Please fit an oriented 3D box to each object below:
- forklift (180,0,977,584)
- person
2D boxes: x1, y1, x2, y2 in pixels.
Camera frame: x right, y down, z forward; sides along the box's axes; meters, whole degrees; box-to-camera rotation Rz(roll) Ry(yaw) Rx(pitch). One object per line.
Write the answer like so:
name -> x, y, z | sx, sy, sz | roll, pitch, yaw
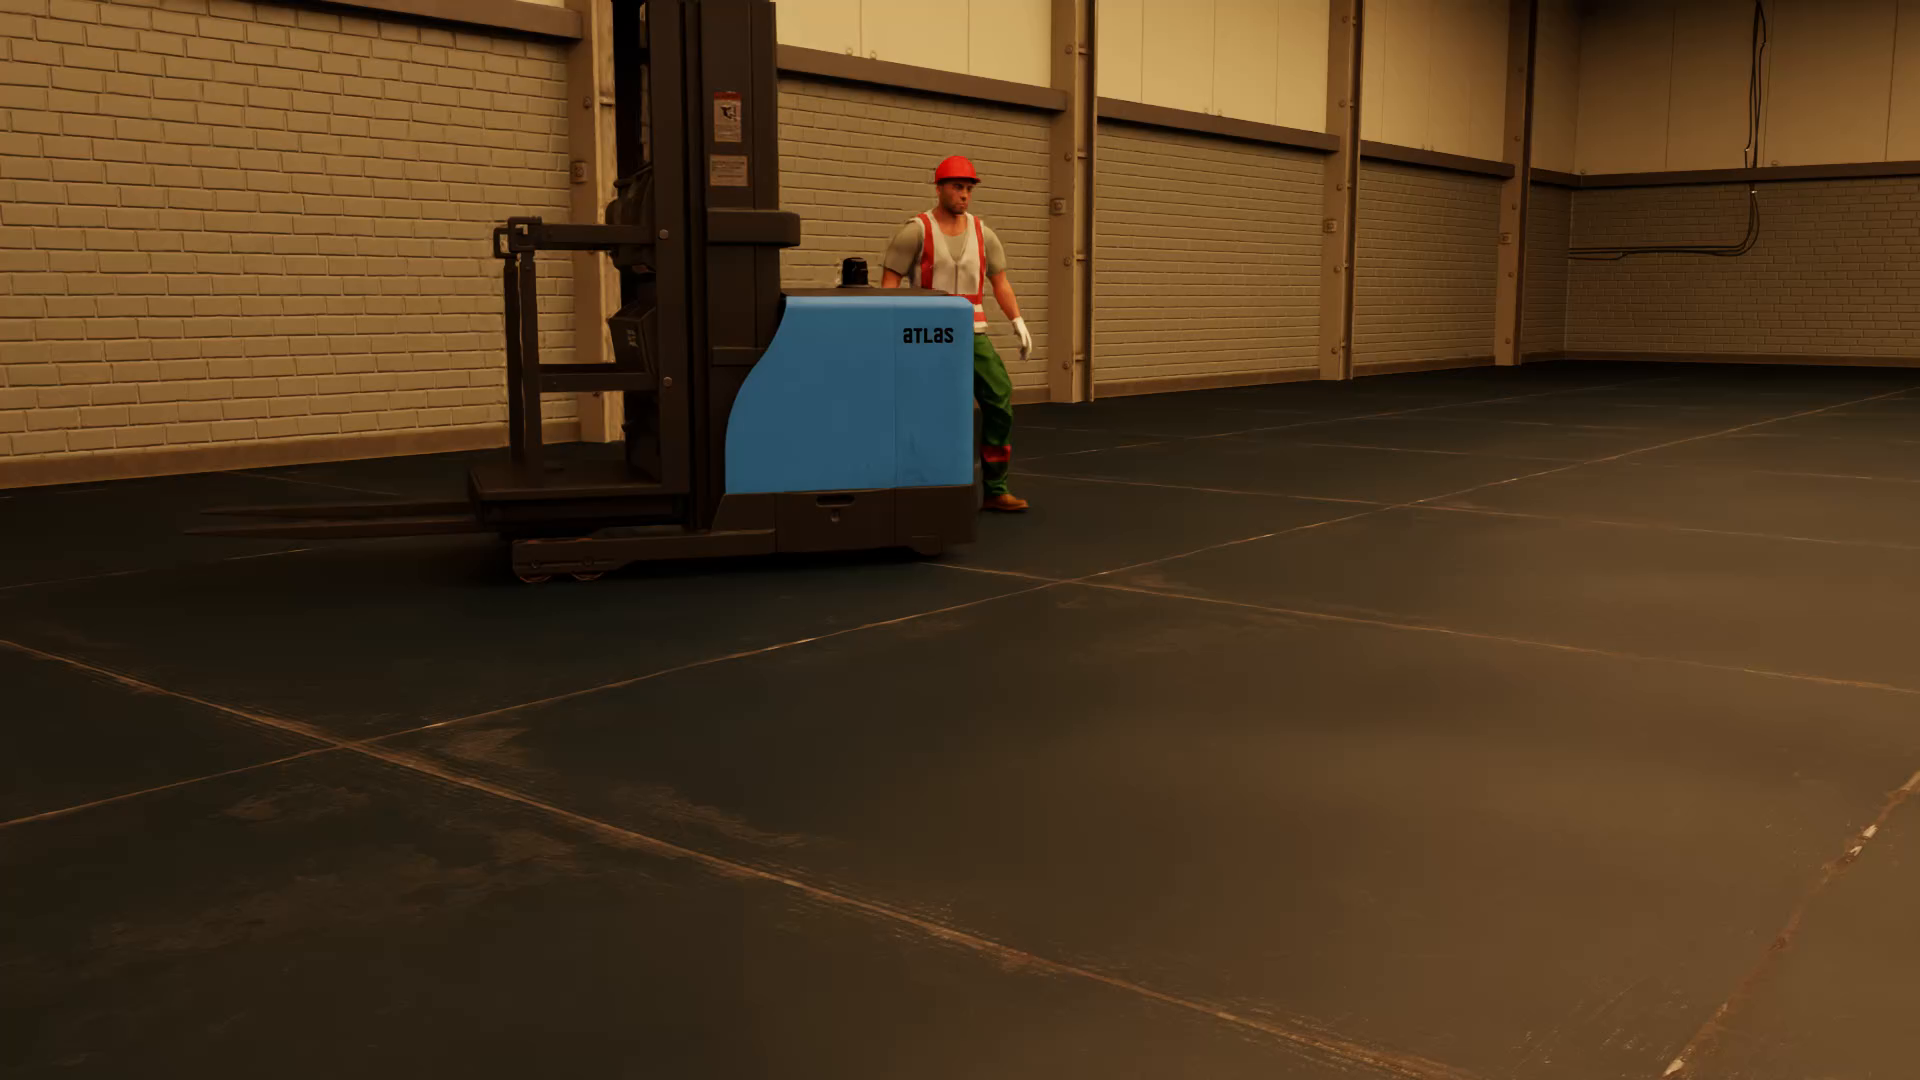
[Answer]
forklift -> -1.505, -1.371, 6.651 | 3.031, 2.935, 1.130 | -3, 9, -18
person -> -0.033, -1.002, 8.225 | 0.815, 1.754, 0.398 | -3, 9, -22
